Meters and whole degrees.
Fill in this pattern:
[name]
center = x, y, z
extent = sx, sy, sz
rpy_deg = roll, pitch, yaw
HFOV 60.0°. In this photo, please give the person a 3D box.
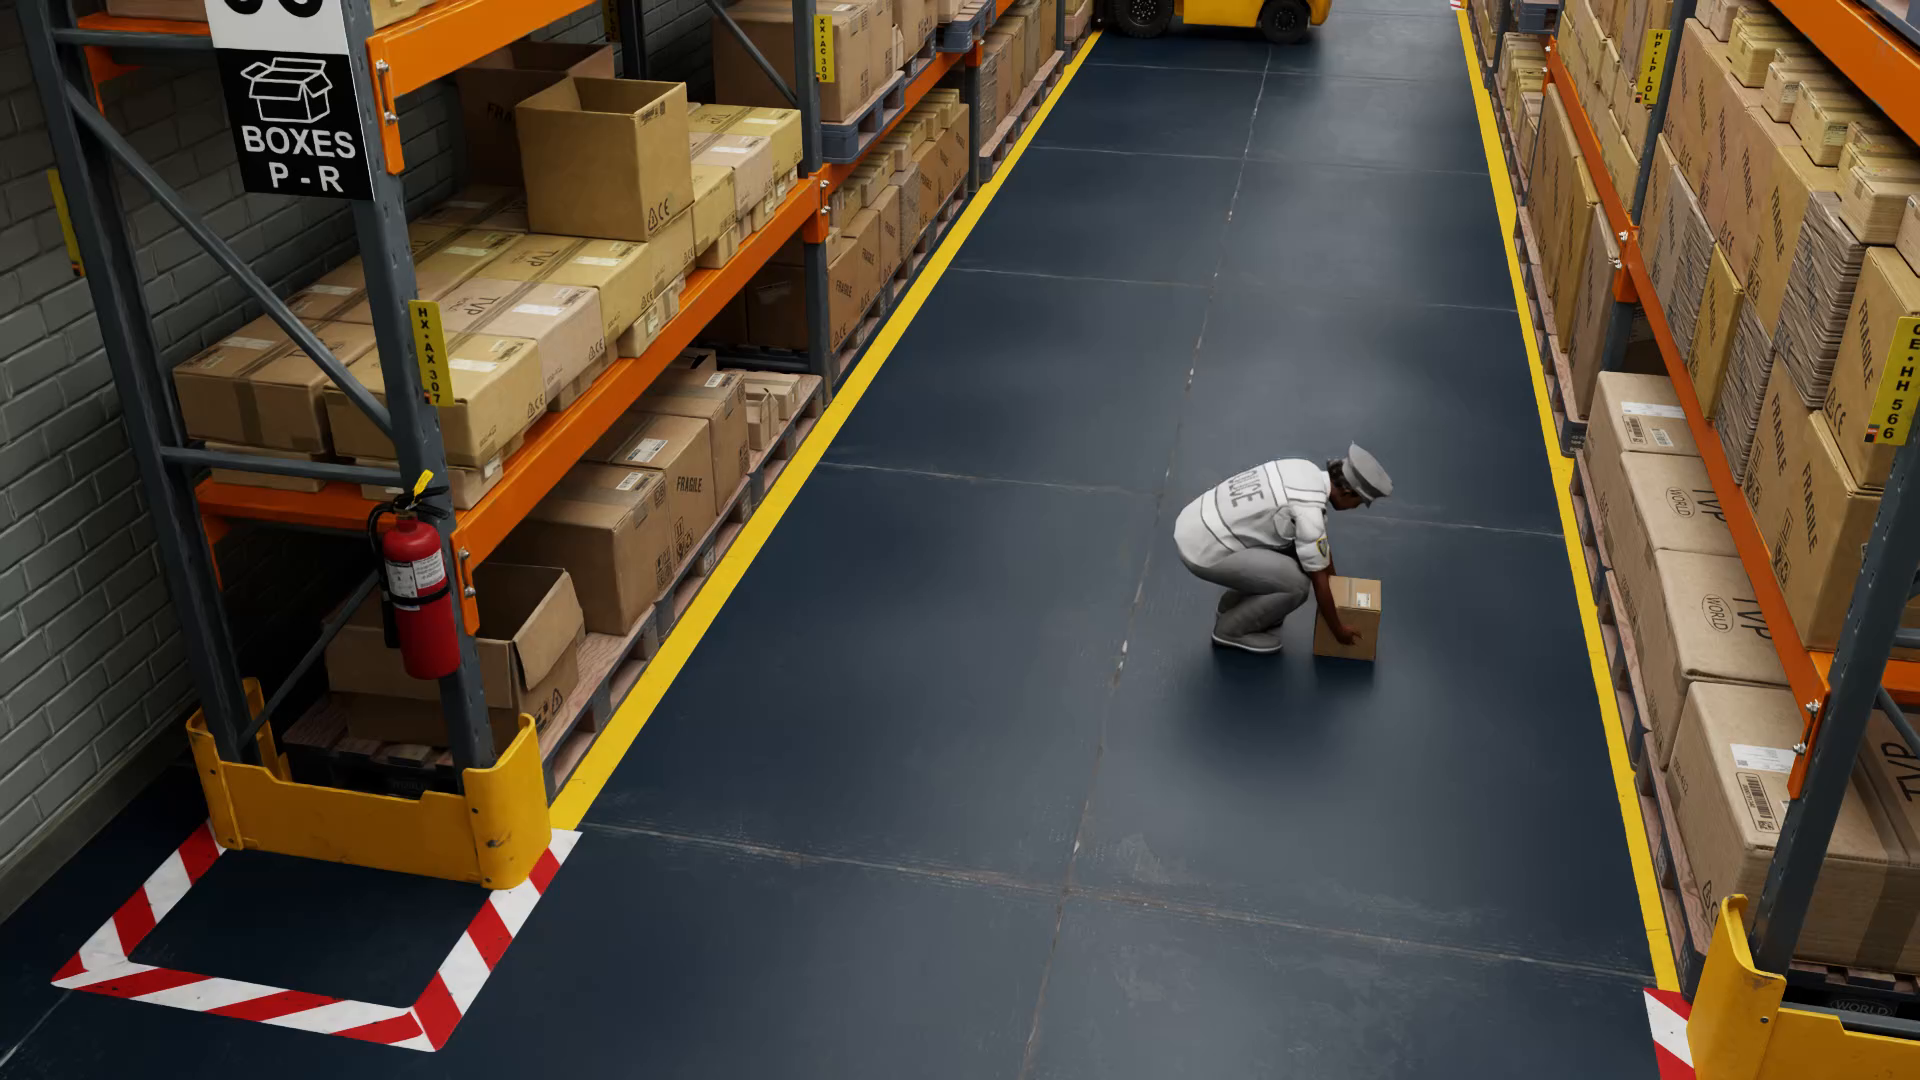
[person]
center = 1.326, 0.018, 6.914
extent = 0.864, 0.877, 0.472
rpy_deg = 6, 30, 11
